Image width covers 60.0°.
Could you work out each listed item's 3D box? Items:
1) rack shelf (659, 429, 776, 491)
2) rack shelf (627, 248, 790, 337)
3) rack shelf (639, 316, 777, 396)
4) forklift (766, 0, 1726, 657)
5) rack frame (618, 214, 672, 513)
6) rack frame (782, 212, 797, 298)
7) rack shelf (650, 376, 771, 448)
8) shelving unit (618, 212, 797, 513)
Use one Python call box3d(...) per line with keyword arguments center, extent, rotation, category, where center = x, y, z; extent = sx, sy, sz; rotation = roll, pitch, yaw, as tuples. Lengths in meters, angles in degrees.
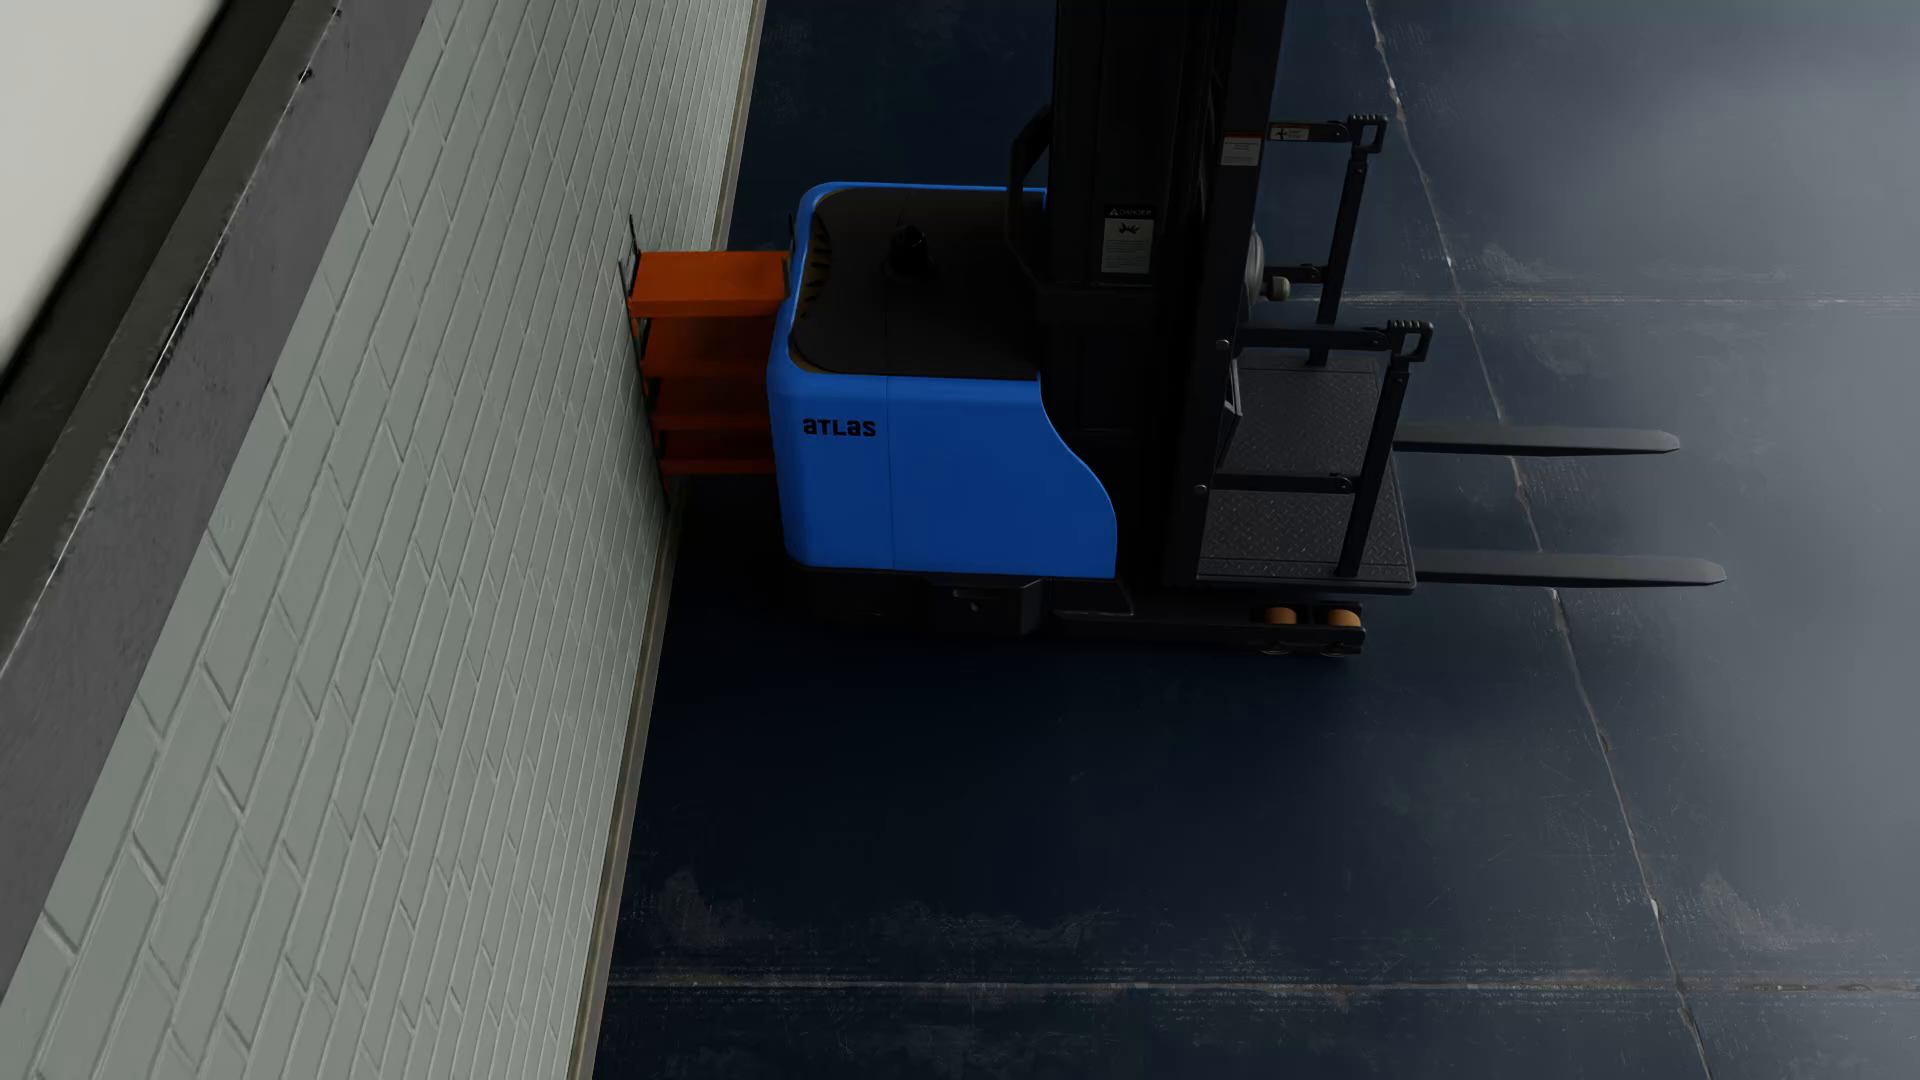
box3d(center=(-0.743, -0.305, 5.571), extent=(0.480, 0.148, 0.258), rotation=(-1, 46, 1), category="rack shelf")
box3d(center=(-0.754, -0.760, 5.094), extent=(0.480, 0.148, 0.258), rotation=(-1, 46, 1), category="rack shelf")
box3d(center=(-0.750, -0.596, 5.265), extent=(0.480, 0.148, 0.258), rotation=(-1, 46, 1), category="rack shelf")
box3d(center=(0.963, -1.021, 4.698), extent=(3.031, 2.935, 1.130), rotation=(2, 47, 2), category="forklift")
box3d(center=(-0.991, -0.486, 5.382), extent=(0.015, 1.200, 0.240), rotation=(-1, 46, 1), category="rack frame")
box3d(center=(-0.503, -0.491, 5.375), extent=(0.015, 1.200, 0.240), rotation=(-1, 46, 1), category="rack frame")
box3d(center=(-0.746, -0.442, 5.427), extent=(0.480, 0.148, 0.258), rotation=(-1, 46, 1), category="rack shelf")
box3d(center=(-0.747, -0.489, 5.378), extent=(0.503, 1.200, 0.258), rotation=(-1, 46, 1), category="shelving unit")
